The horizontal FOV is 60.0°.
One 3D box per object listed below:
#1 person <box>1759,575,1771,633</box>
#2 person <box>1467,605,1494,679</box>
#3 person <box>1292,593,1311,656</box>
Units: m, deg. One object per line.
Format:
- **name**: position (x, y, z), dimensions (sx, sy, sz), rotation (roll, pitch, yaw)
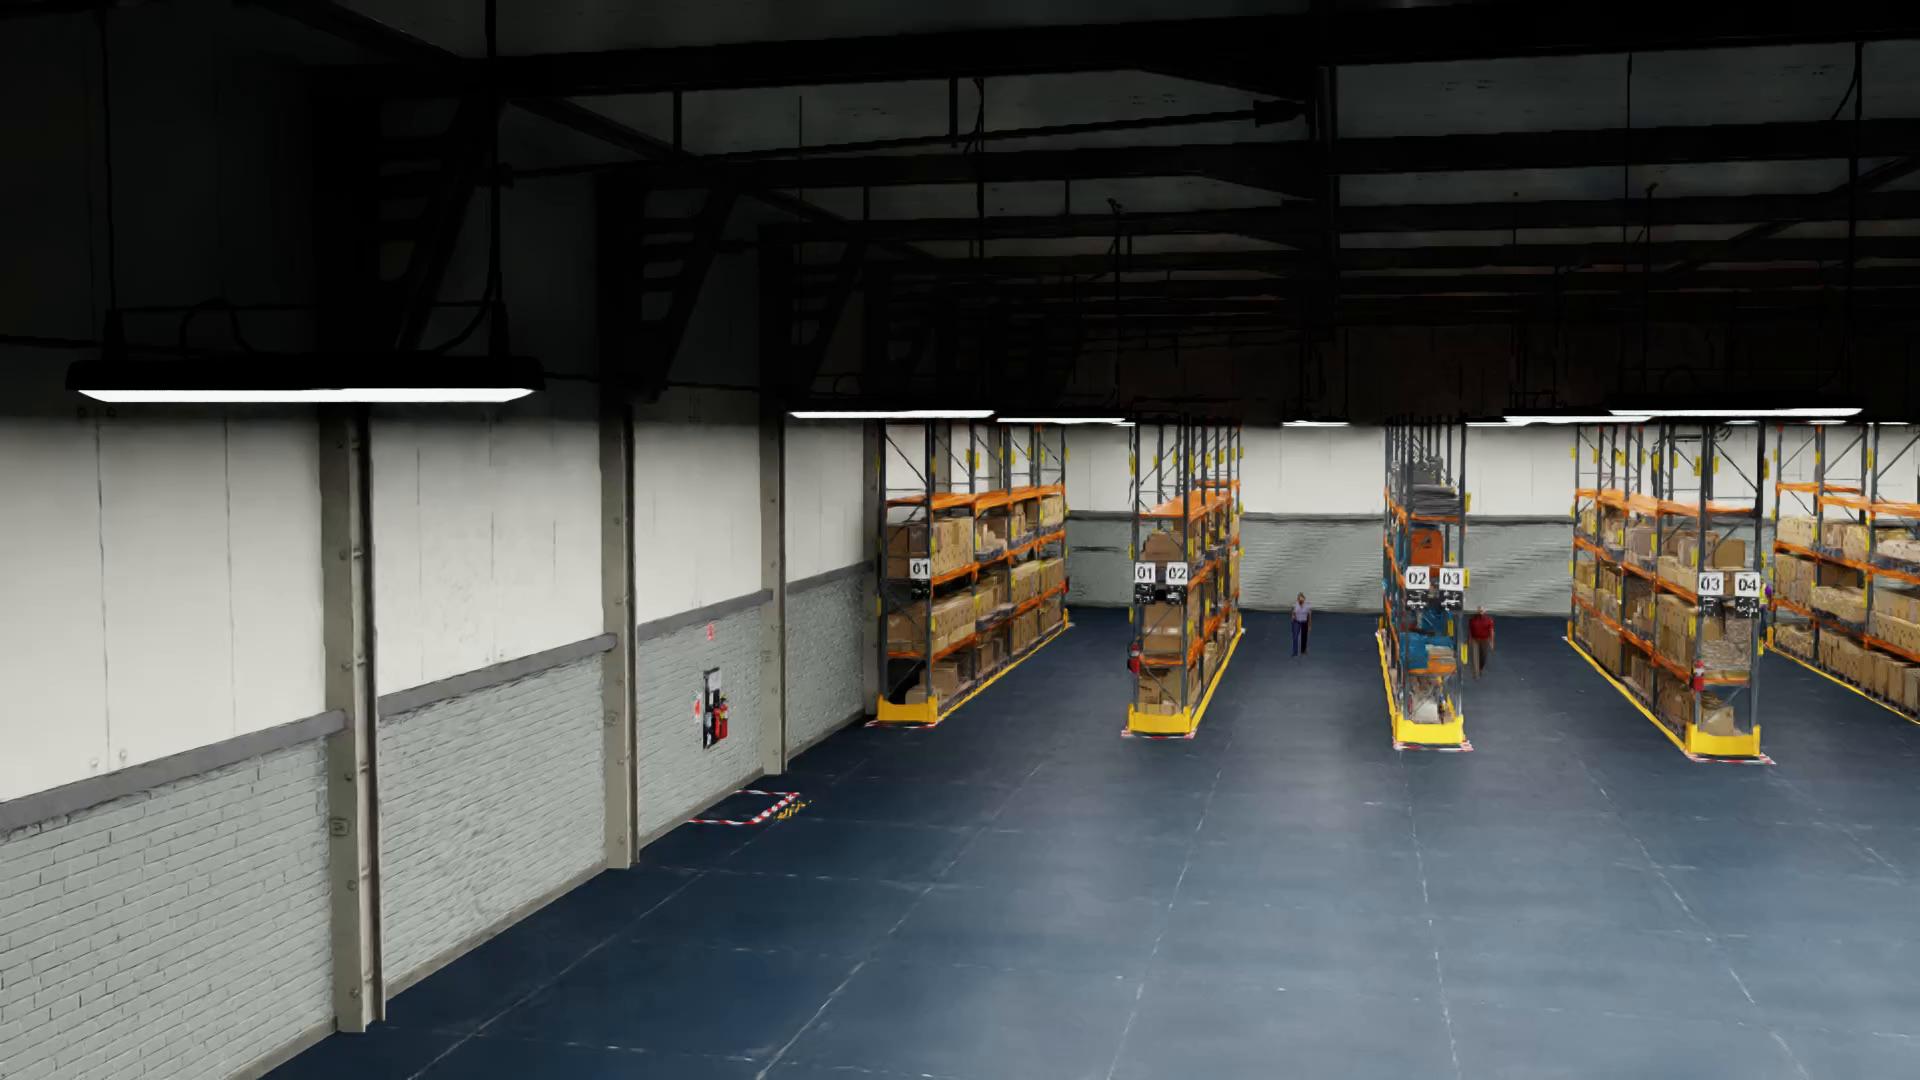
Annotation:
- **person**: position (22.076, 1.770, 45.937), dimensions (0.619, 1.716, 0.973), rotation (3, 5, 35)
- **person**: position (11.882, 2.320, 37.911), dimensions (0.557, 1.665, 1.035), rotation (1, 4, 11)
- **person**: position (8.568, 2.107, 41.711), dimensions (0.479, 1.550, 1.082), rotation (1, 4, 11)
